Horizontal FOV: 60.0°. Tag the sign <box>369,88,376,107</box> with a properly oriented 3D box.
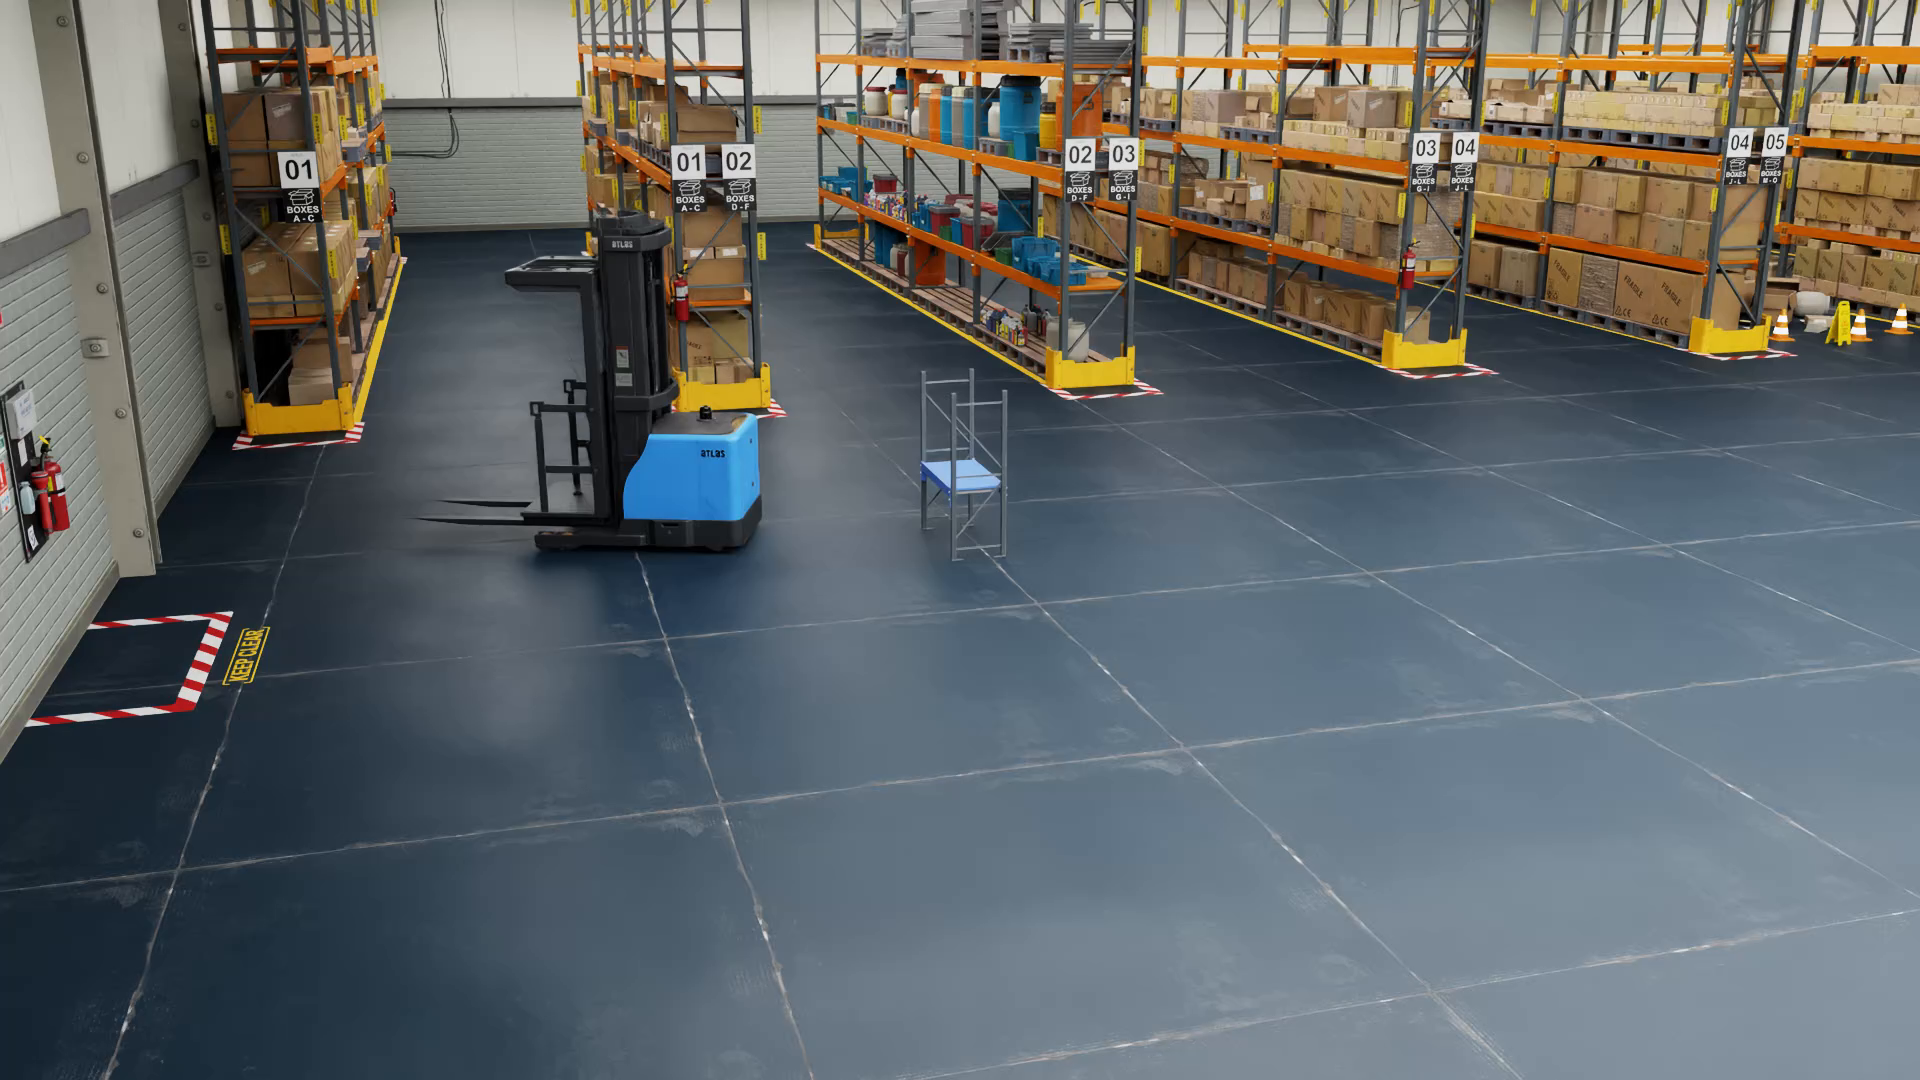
[{"bbox_3d":[-10.510,-7.915,29.726,0.100,0.325,0.005,-5,17,-15],"label":"sign"}]

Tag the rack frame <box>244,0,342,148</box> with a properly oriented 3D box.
[{"bbox_3d":[-8.831,-6.695,21.896,1.000,3.000,0.127,-5,17,-15],"label":"rack frame"}]

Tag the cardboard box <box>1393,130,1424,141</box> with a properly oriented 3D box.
[{"bbox_3d":[6.221,-5.579,22.963,0.380,0.149,0.250,-5,18,-17],"label":"cardboard box"}]

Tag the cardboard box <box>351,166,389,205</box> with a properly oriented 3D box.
[{"bbox_3d":[-11.768,-6.944,32.632,0.980,0.700,0.700,-5,17,-16],"label":"cardboard box"}]

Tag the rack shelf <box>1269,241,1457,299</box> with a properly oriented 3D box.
[{"bbox_3d":[6.007,-4.099,24.932,1.077,0.370,4.000,-5,17,-15],"label":"rack shelf"}]

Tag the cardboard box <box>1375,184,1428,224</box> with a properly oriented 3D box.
[{"bbox_3d":[6.168,-4.692,23.227,0.500,0.500,0.500,-5,17,-15],"label":"cardboard box"}]

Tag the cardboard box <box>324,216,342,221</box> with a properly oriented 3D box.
[{"bbox_3d":[-8.938,-4.224,23.159,0.700,0.500,0.500,-5,17,-15],"label":"cardboard box"}]

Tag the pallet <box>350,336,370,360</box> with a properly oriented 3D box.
[{"bbox_3d":[-9.046,-2.701,23.877,1.003,0.211,1.213,-5,17,-15],"label":"pallet"}]

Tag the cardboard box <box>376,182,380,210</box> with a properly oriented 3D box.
[{"bbox_3d":[-10.660,-6.127,29.707,0.500,0.500,0.500,-5,17,-16],"label":"cardboard box"}]

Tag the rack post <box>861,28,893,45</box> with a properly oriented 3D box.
[{"bbox_3d":[-1.302,-9.419,31.097,0.937,0.300,0.954,-5,17,-16],"label":"rack post"}]

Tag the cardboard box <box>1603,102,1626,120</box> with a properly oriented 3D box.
[{"bbox_3d":[10.398,-6.681,25.902,0.500,0.250,0.500,-5,17,-16],"label":"cardboard box"}]

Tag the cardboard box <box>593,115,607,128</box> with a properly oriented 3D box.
[{"bbox_3d":[-6.657,-7.905,31.401,0.500,0.250,0.500,-5,17,-15],"label":"cardboard box"}]

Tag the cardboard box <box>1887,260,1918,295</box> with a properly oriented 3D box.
[{"bbox_3d":[15.467,-4.262,26.971,0.500,0.500,0.500,-4,17,-13],"label":"cardboard box"}]

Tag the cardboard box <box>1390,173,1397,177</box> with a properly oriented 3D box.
[{"bbox_3d":[8.512,-7.002,32.018,0.380,0.149,0.250,-5,17,-16],"label":"cardboard box"}]

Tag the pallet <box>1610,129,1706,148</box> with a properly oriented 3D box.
[{"bbox_3d":[10.800,-6.191,25.586,1.003,0.211,1.213,-5,17,-15],"label":"pallet"}]

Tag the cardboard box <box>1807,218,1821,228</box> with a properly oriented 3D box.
[{"bbox_3d":[14.883,-5.481,28.721,0.380,0.149,0.250,-4,17,-14],"label":"cardboard box"}]

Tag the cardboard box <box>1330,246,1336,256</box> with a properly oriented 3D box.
[{"bbox_3d":[5.765,-4.314,24.833,0.380,0.149,0.250,-5,17,-15],"label":"cardboard box"}]

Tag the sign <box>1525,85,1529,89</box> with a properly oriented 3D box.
[{"bbox_3d":[12.254,-9.671,35.980,0.100,0.325,0.005,-5,17,-15],"label":"sign"}]

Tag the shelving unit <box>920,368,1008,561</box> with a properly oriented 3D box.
[{"bbox_3d":[0.023,-0.695,14.956,0.538,1.500,1.048,-5,17,-15],"label":"shelving unit"}]

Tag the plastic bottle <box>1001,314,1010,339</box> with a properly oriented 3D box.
[{"bbox_3d":[0.687,-3.121,24.266,0.144,0.351,0.185,-5,17,-16],"label":"plastic bottle"}]

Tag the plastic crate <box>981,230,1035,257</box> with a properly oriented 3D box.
[{"bbox_3d":[0.717,-4.420,24.860,0.767,0.338,0.504,-5,17,-15],"label":"plastic crate"}]

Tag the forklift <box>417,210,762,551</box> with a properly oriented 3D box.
[{"bbox_3d":[-3.410,-1.452,14.989,3.031,2.935,1.130,1,17,4],"label":"forklift"}]

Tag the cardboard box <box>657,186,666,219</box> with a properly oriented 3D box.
[{"bbox_3d":[-3.801,-4.622,22.993,0.700,0.500,0.500,-5,17,-15],"label":"cardboard box"}]

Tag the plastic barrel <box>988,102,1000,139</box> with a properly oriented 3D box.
[{"bbox_3d":[0.624,-6.162,24.410,0.421,0.512,0.421,0,17,0],"label":"plastic barrel"}]

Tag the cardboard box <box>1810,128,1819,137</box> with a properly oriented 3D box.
[{"bbox_3d":[14.834,-6.990,28.528,0.380,0.149,0.250,-5,17,-16],"label":"cardboard box"}]

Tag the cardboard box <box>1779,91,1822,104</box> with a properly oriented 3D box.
[{"bbox_3d":[15.064,-7.916,29.836,0.500,0.250,0.500,-5,17,-16],"label":"cardboard box"}]

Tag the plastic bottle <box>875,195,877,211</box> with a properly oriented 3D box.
[{"bbox_3d":[-1.569,-6.381,31.482,0.061,0.283,0.133,-5,17,-15],"label":"plastic bottle"}]

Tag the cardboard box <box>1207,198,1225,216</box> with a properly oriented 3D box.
[{"bbox_3d":[4.597,-5.751,28.711,0.500,0.250,0.500,-5,17,-17],"label":"cardboard box"}]

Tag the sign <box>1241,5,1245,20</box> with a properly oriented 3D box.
[{"bbox_3d":[6.434,-11.996,37.781,0.100,0.325,0.005,-5,17,-15],"label":"sign"}]

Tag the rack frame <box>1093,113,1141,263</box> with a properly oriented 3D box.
[{"bbox_3d":[3.259,-7.209,34.037,1.000,3.000,0.127,-5,17,-15],"label":"rack frame"}]

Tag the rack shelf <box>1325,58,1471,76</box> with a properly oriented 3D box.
[{"bbox_3d":[8.605,-9.357,32.705,1.077,0.370,4.000,-5,17,-15],"label":"rack shelf"}]

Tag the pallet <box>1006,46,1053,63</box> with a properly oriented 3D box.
[{"bbox_3d":[1.287,-6.632,22.711,1.003,0.211,1.213,-5,17,-15],"label":"pallet"}]

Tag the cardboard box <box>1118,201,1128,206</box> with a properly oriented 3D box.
[{"bbox_3d":[3.421,-6.833,32.609,0.500,0.500,0.500,-5,17,-17],"label":"cardboard box"}]

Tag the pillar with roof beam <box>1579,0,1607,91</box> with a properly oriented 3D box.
[{"bbox_3d":[12.446,-12.843,42.362,9.100,9.000,0.400,-5,17,-15],"label":"pillar with roof beam"}]

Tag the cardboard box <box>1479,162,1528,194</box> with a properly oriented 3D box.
[{"bbox_3d":[9.693,-6.446,29.584,0.700,0.500,0.500,-5,17,-16],"label":"cardboard box"}]

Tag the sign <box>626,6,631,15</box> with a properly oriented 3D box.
[{"bbox_3d":[-6.827,-10.968,34.223,0.100,0.325,0.005,-5,17,-15],"label":"sign"}]

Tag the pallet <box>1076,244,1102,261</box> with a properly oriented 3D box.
[{"bbox_3d":[3.125,-6.090,35.159,1.003,0.211,1.213,-5,17,-15],"label":"pallet"}]

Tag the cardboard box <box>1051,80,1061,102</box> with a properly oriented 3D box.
[{"bbox_3d":[2.393,-9.745,36.185,0.700,0.500,0.500,-5,18,-17],"label":"cardboard box"}]

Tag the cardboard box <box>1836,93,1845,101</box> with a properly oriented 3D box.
[{"bbox_3d":[18.308,-9.131,34.270,0.380,0.149,0.250,-5,18,-17],"label":"cardboard box"}]

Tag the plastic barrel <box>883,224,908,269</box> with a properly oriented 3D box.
[{"bbox_3d":[-1.176,-5.666,31.817,0.600,0.901,0.708,-5,17,-15],"label":"plastic barrel"}]

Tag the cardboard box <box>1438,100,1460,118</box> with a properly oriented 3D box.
[{"bbox_3d":[9.254,-8.131,31.716,0.500,0.500,0.500,-5,17,-15],"label":"cardboard box"}]

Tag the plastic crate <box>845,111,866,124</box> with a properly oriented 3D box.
[{"bbox_3d":[-2.061,-8.401,33.080,0.416,0.233,0.300,-5,17,-15],"label":"plastic crate"}]

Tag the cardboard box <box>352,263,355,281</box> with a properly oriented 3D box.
[{"bbox_3d":[-8.280,-3.514,21.960,0.500,0.250,0.500,-5,17,-15],"label":"cardboard box"}]

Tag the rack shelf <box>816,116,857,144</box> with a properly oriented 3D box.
[{"bbox_3d":[-2.053,-8.463,34.247,1.077,0.370,4.000,-5,17,-15],"label":"rack shelf"}]

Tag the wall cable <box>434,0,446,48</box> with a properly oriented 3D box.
[{"bbox_3d":[-10.738,-12.752,38.680,3.097,2.526,0.112,-5,17,-15],"label":"wall cable"}]

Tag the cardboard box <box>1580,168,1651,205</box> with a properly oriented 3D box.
[{"bbox_3d":[10.585,-5.702,26.881,0.875,0.550,0.550,-5,17,-15],"label":"cardboard box"}]

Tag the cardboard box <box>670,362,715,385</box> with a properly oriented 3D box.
[{"bbox_3d":[-3.401,-2.117,21.134,0.500,0.250,0.500,-5,17,-15],"label":"cardboard box"}]

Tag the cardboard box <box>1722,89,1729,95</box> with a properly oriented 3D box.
[{"bbox_3d":[17.219,-9.977,37.051,0.380,0.149,0.250,-4,17,-14],"label":"cardboard box"}]

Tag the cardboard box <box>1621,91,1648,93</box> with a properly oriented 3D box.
[{"bbox_3d":[10.799,-7.093,26.580,0.380,0.149,0.250,-5,17,-15],"label":"cardboard box"}]

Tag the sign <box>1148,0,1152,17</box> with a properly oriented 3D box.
[{"bbox_3d":[3.777,-10.614,33.182,0.100,0.325,0.005,-5,17,-15],"label":"sign"}]
